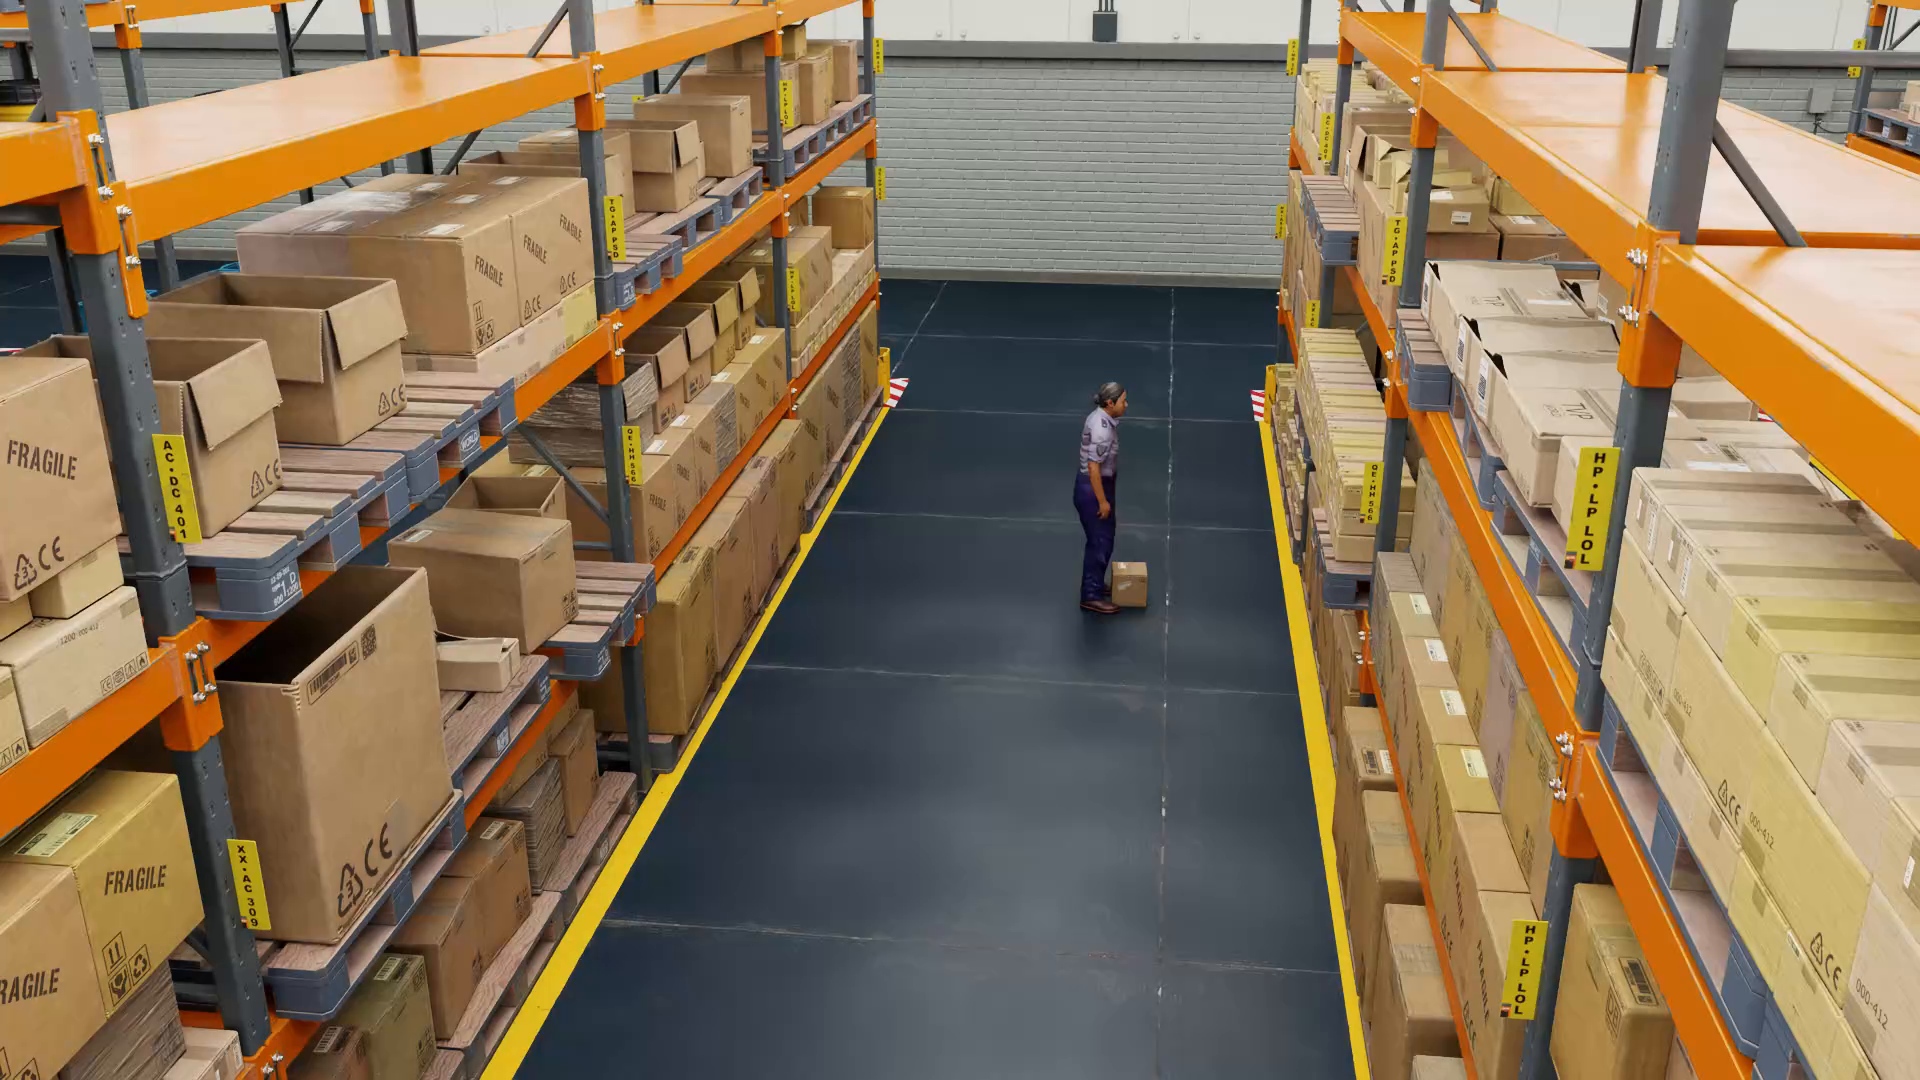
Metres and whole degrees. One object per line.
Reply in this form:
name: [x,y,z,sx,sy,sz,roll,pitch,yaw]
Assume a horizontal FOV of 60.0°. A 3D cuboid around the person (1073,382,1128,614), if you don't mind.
person: [1.001,-0.326,11.949,0.368,1.638,0.541,2,21,6]
